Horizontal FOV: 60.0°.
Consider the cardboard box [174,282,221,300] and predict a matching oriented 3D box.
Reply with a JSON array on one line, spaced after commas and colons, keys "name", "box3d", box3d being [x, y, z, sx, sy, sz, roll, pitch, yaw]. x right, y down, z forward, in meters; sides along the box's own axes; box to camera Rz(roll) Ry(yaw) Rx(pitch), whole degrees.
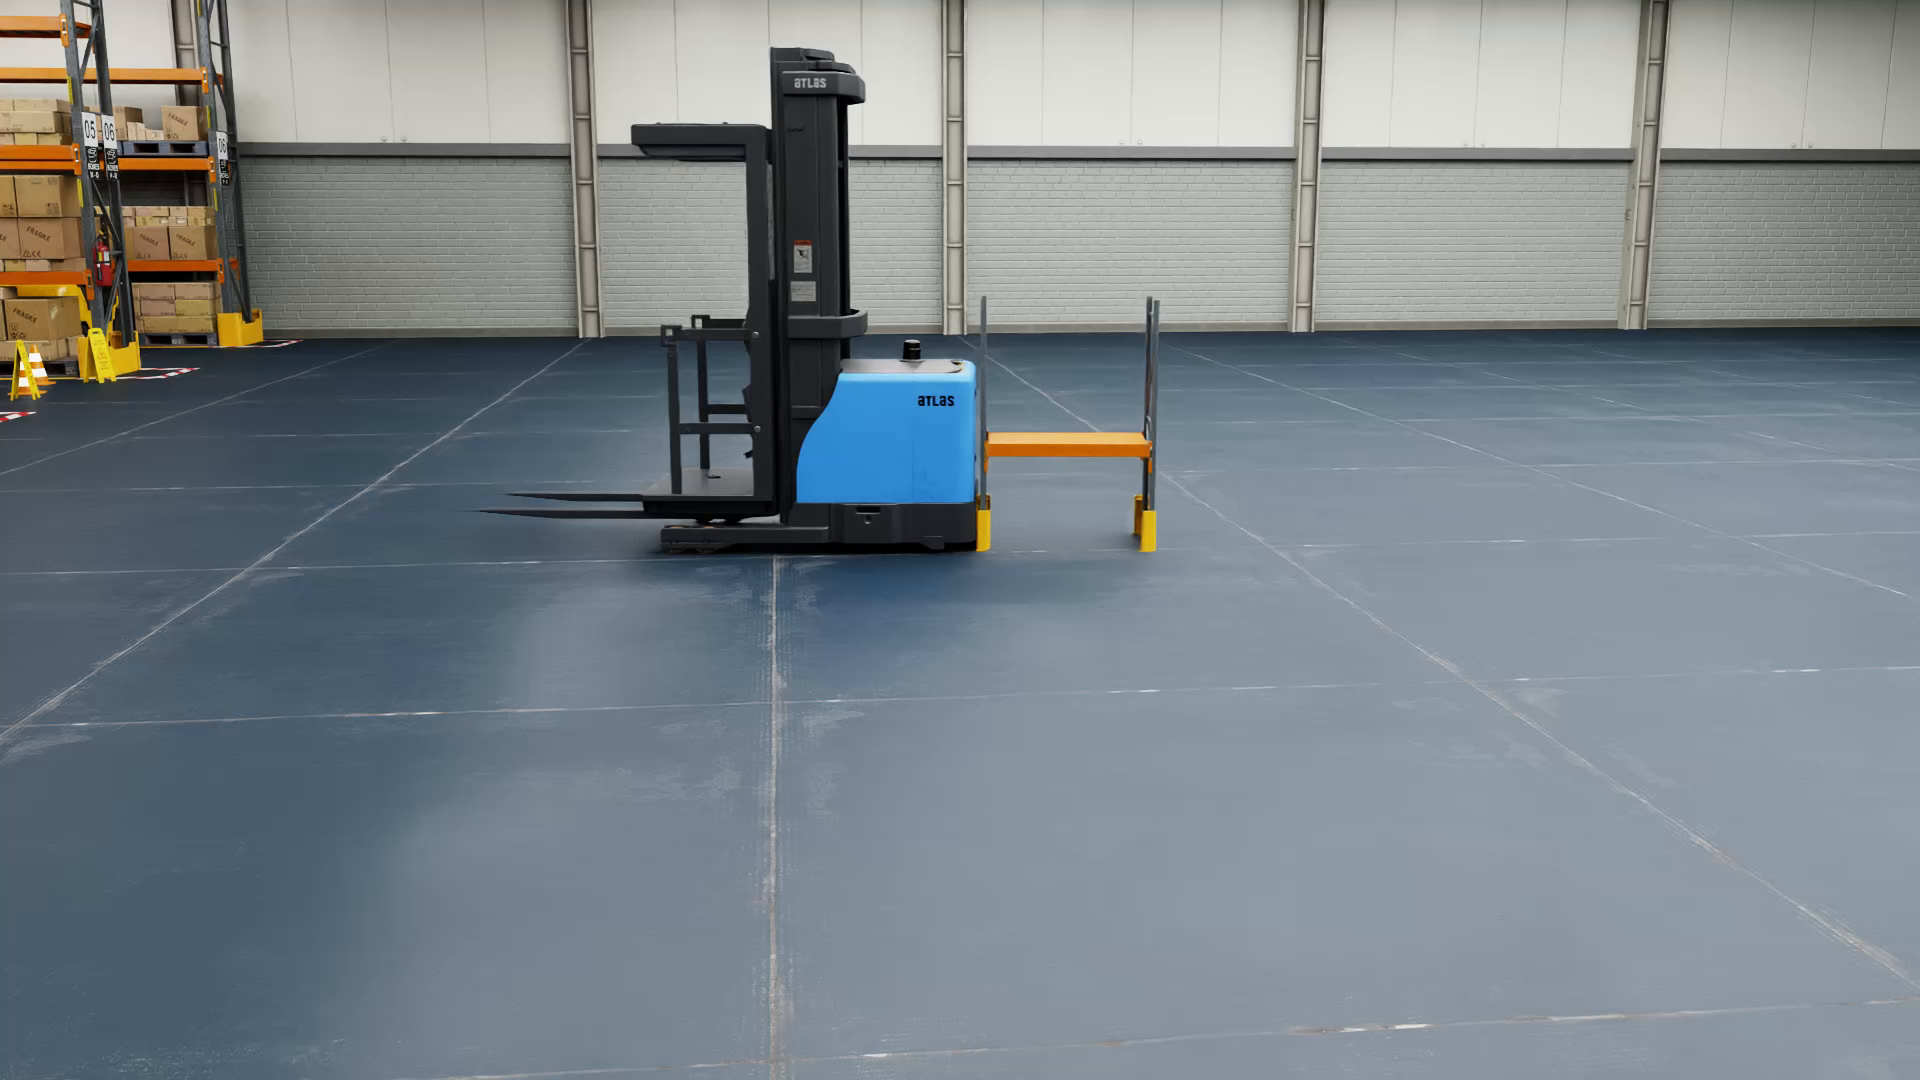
[{"name": "cardboard box", "box3d": [-11.659, -3.815, 25.443, 0.500, 0.250, 0.500, -1, 11, -4]}]

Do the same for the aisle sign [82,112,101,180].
[{"name": "aisle sign", "box3d": [-10.602, -4.806, 20.299, 0.004, 0.787, 0.394, -1, 11, -6]}]

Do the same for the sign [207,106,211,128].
[{"name": "sign", "box3d": [-11.190, -6.300, 24.770, 0.005, 0.325, 0.100, -1, 11, -6]}]

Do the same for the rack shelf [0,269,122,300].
[{"name": "rack shelf", "box3d": [-12.683, -3.190, 20.683, 4.000, 0.370, 1.077, -1, 11, -6]}]

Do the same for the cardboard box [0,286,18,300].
[{"name": "cardboard box", "box3d": [-11.821, -3.041, 20.472, 0.250, 0.149, 0.380, -1, 11, -4]}]

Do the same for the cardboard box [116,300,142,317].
[{"name": "cardboard box", "box3d": [-12.696, -3.545, 25.370, 0.500, 0.250, 0.500, -1, 11, -7]}]

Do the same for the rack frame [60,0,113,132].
[{"name": "rack frame", "box3d": [-10.695, -6.528, 20.247, 0.127, 3.000, 1.000, -1, 11, -6]}]

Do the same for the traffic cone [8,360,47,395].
[{"name": "traffic cone", "box3d": [-10.525, -1.878, 18.720, 0.334, 0.463, 0.336, -1, 11, -6]}]

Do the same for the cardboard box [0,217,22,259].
[{"name": "cardboard box", "box3d": [-11.703, -3.706, 20.413, 0.500, 0.500, 0.500, -1, 11, -6]}]

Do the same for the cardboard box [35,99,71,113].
[{"name": "cardboard box", "box3d": [-10.999, -5.261, 20.160, 0.250, 0.149, 0.380, -1, 11, -6]}]

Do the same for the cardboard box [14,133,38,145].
[{"name": "cardboard box", "box3d": [-11.263, -4.861, 20.192, 0.250, 0.149, 0.380, -1, 11, -6]}]

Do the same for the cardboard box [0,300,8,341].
[{"name": "cardboard box", "box3d": [-11.982, -2.731, 20.580, 0.500, 0.500, 0.500, -1, 11, -4]}]

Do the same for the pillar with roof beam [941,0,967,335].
[{"name": "pillar with roof beam", "box3d": [0.371, -7.063, 22.966, 0.400, 9.000, 9.100, -1, 11, -6]}]

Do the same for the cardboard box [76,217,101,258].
[{"name": "cardboard box", "box3d": [-11.196, -3.823, 21.008, 0.500, 0.500, 0.500, -1, 11, -7]}]

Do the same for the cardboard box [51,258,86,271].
[{"name": "cardboard box", "box3d": [-11.044, -3.413, 20.602, 0.250, 0.149, 0.380, -1, 11, -4]}]

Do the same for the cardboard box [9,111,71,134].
[{"name": "cardboard box", "box3d": [-11.175, -5.067, 20.205, 0.500, 0.250, 0.500, -1, 11, -7]}]

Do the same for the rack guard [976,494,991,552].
[{"name": "rack guard", "box3d": [0.145, -0.110, 10.280, 0.087, 0.250, 0.587, 0, 11, 1]}]

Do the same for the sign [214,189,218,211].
[{"name": "sign", "box3d": [-11.190, -5.117, 25.002, 0.005, 0.325, 0.100, -1, 11, -6]}]

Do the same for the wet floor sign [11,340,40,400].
[{"name": "wet floor sign", "box3d": [-10.245, -1.863, 18.170, 0.232, 0.644, 0.267, -3, 12, -16]}]

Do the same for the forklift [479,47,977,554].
[{"name": "forklift", "box3d": [-1.411, -1.456, 10.177, 3.031, 2.935, 1.130, 0, 11, 1]}]

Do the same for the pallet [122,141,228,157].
[{"name": "pallet", "box3d": [-11.940, -5.955, 25.337, 1.213, 0.211, 1.003, -1, 11, -6]}]

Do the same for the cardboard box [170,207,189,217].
[{"name": "cardboard box", "box3d": [-11.810, -4.991, 25.267, 0.250, 0.149, 0.380, -1, 11, -6]}]

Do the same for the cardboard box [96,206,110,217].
[{"name": "cardboard box", "box3d": [-12.826, -4.956, 25.090, 0.250, 0.149, 0.380, -1, 11, -5]}]

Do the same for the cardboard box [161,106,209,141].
[{"name": "cardboard box", "box3d": [-11.648, -6.257, 25.034, 0.500, 0.500, 0.500, -1, 11, -4]}]

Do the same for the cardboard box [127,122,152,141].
[{"name": "cardboard box", "box3d": [-12.278, -6.117, 24.930, 0.258, 0.266, 0.396, -1, 11, -6]}]

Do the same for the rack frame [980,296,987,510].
[{"name": "rack frame", "box3d": [0.143, -0.723, 10.159, 0.032, 1.500, 0.500, 0, 11, 1]}]

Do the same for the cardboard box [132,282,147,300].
[{"name": "cardboard box", "box3d": [-12.666, -3.790, 25.320, 0.500, 0.250, 0.500, -1, 11, -5]}]

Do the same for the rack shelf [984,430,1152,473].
[{"name": "rack shelf", "box3d": [0.652, -0.545, 10.183, 1.000, 0.185, 0.538, 0, 11, 1]}]

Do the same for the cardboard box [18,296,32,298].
[{"name": "cardboard box", "box3d": [-12.070, -2.833, 21.100, 0.500, 0.500, 0.500, -2, 11, -8]}]

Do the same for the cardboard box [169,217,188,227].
[{"name": "cardboard box", "box3d": [-11.800, -4.832, 25.229, 0.250, 0.149, 0.380, -1, 11, -5]}]

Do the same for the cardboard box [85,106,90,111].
[{"name": "cardboard box", "box3d": [-13.263, -6.251, 24.998, 0.637, 0.503, 0.797, -1, 11, -4]}]

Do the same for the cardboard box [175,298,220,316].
[{"name": "cardboard box", "box3d": [-11.685, -3.569, 25.488, 0.500, 0.250, 0.500, -1, 11, -7]}]

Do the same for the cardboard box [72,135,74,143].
[{"name": "cardboard box", "box3d": [-11.060, -4.989, 20.842, 0.250, 0.149, 0.380, -1, 11, -6]}]

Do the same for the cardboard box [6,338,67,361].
[{"name": "cardboard box", "box3d": [-11.493, -2.373, 20.700, 0.500, 0.250, 0.500, -1, 11, -6]}]

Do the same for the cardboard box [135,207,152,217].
[{"name": "cardboard box", "box3d": [-12.323, -4.989, 25.259, 0.250, 0.149, 0.380, -1, 11, -6]}]

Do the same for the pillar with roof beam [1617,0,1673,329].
[{"name": "pillar with roof beam", "box3d": [12.300, -7.313, 24.238, 0.400, 9.000, 9.100, -1, 11, -6]}]

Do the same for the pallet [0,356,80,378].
[{"name": "pallet", "box3d": [-11.582, -2.205, 21.035, 1.213, 0.211, 1.003, -1, 11, -6]}]

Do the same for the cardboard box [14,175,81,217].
[{"name": "cardboard box", "box3d": [-11.179, -4.218, 20.424, 0.500, 0.500, 0.700, -1, 11, -7]}]

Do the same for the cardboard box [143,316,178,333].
[{"name": "cardboard box", "box3d": [-12.163, -3.314, 25.491, 0.500, 0.250, 0.500, -1, 11, -6]}]

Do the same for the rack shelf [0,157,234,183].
[{"name": "rack shelf", "box3d": [-13.223, -5.614, 25.236, 4.000, 0.370, 1.077, -1, 11, -6]}]

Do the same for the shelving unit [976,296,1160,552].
[{"name": "shelving unit", "box3d": [0.643, -0.721, 10.149, 1.083, 1.500, 0.587, 0, 11, 1]}]

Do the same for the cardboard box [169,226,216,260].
[{"name": "cardboard box", "box3d": [-11.696, -4.525, 25.350, 0.500, 0.500, 0.500, -1, 11, -7]}]

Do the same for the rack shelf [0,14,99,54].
[{"name": "rack shelf", "box3d": [-12.683, -6.132, 20.105, 4.000, 0.370, 1.077, -1, 11, -6]}]

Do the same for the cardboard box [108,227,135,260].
[{"name": "cardboard box", "box3d": [-12.722, -4.505, 25.249, 0.500, 0.500, 0.500, -1, 11, -7]}]

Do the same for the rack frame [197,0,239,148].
[{"name": "rack frame", "box3d": [-11.235, -7.480, 25.089, 0.127, 3.000, 1.000, -1, 11, -6]}]

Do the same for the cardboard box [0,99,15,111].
[{"name": "cardboard box", "box3d": [-11.511, -5.254, 20.125, 0.250, 0.149, 0.380, -1, 11, -7]}]

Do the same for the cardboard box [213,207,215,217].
[{"name": "cardboard box", "box3d": [-11.592, -5.084, 25.739, 0.250, 0.149, 0.380, -1, 11, -7]}]

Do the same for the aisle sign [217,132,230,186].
[{"name": "aisle sign", "box3d": [-11.138, -5.757, 25.137, 0.004, 0.787, 0.394, -1, 11, -6]}]

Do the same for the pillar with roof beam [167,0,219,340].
[{"name": "pillar with roof beam", "box3d": [-11.559, -6.813, 21.695, 0.400, 9.000, 9.100, -1, 11, -6]}]

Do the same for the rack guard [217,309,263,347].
[{"name": "rack guard", "box3d": [-11.211, -3.310, 25.911, 0.348, 0.500, 1.175, -1, 11, -6]}]

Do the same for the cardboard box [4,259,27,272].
[{"name": "cardboard box", "box3d": [-11.541, -3.385, 20.461, 0.250, 0.149, 0.380, -1, 11, -7]}]

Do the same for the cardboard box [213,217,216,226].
[{"name": "cardboard box", "box3d": [-11.600, -4.947, 25.812, 0.250, 0.149, 0.380, -1, 11, -8]}]

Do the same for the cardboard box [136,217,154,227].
[{"name": "cardboard box", "box3d": [-12.312, -4.835, 25.246, 0.250, 0.149, 0.380, -1, 11, -6]}]
